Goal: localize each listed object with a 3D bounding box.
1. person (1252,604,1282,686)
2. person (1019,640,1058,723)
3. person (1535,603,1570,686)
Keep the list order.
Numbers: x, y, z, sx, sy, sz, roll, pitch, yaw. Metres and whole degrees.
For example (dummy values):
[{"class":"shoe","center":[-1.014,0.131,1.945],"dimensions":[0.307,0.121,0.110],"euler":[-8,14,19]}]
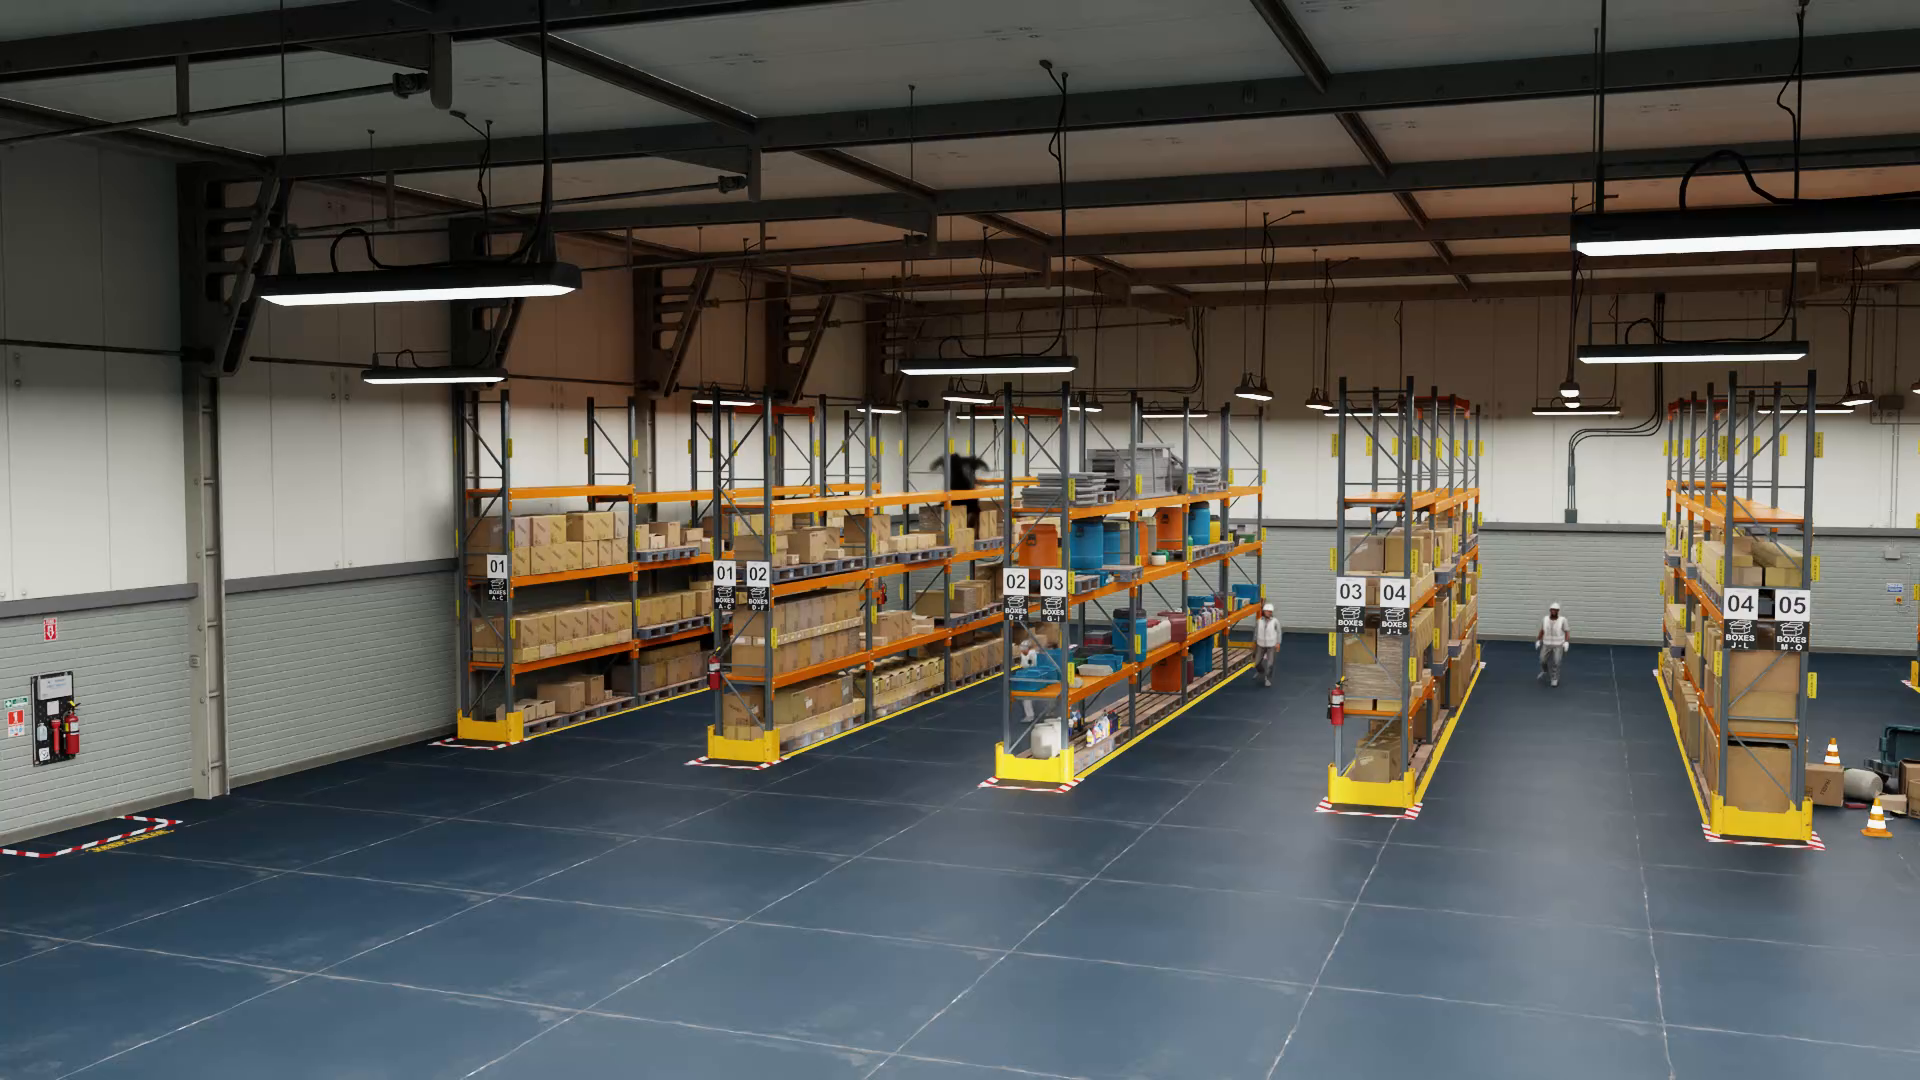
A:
[{"class":"person","center":[6.474,2.200,35.032],"dimensions":[0.695,1.739,0.661],"euler":[2,3,26]},{"class":"person","center":[1.432,2.567,30.500],"dimensions":[0.598,1.519,1.060],"euler":[3,4,44]},{"class":"person","center":[12.523,2.191,35.104],"dimensions":[0.742,1.746,0.683],"euler":[2,4,32]}]
